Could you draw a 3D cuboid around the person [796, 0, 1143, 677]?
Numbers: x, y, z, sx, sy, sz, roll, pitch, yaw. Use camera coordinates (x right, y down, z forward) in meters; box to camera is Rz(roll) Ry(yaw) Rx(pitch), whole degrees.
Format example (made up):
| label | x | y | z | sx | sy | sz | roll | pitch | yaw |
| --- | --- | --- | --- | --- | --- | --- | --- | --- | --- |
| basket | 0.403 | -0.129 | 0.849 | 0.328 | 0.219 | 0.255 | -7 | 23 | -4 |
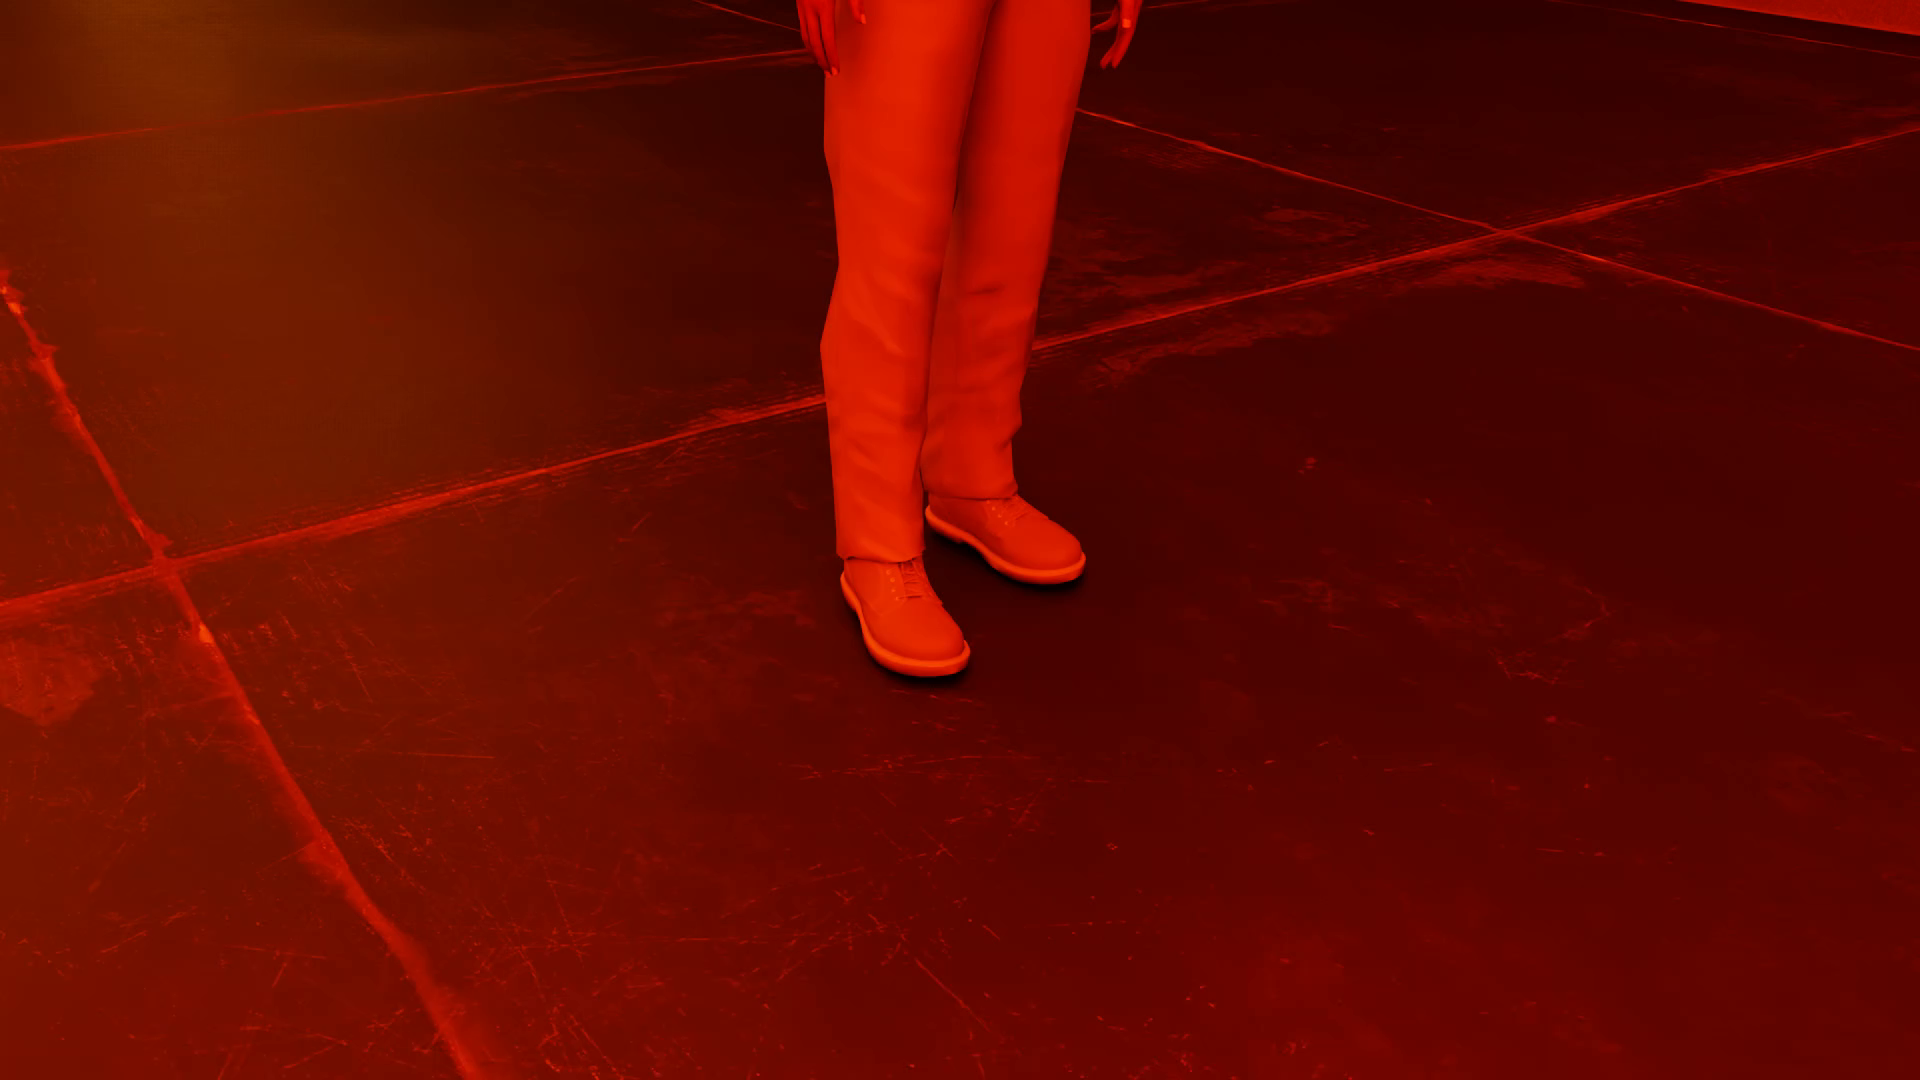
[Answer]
| label | x | y | z | sx | sy | sz | roll | pitch | yaw |
| --- | --- | --- | --- | --- | --- | --- | --- | --- | --- |
| person | 0.026 | -0.731 | 2.052 | 0.569 | 1.695 | 0.530 | -17 | 31 | -31 |
